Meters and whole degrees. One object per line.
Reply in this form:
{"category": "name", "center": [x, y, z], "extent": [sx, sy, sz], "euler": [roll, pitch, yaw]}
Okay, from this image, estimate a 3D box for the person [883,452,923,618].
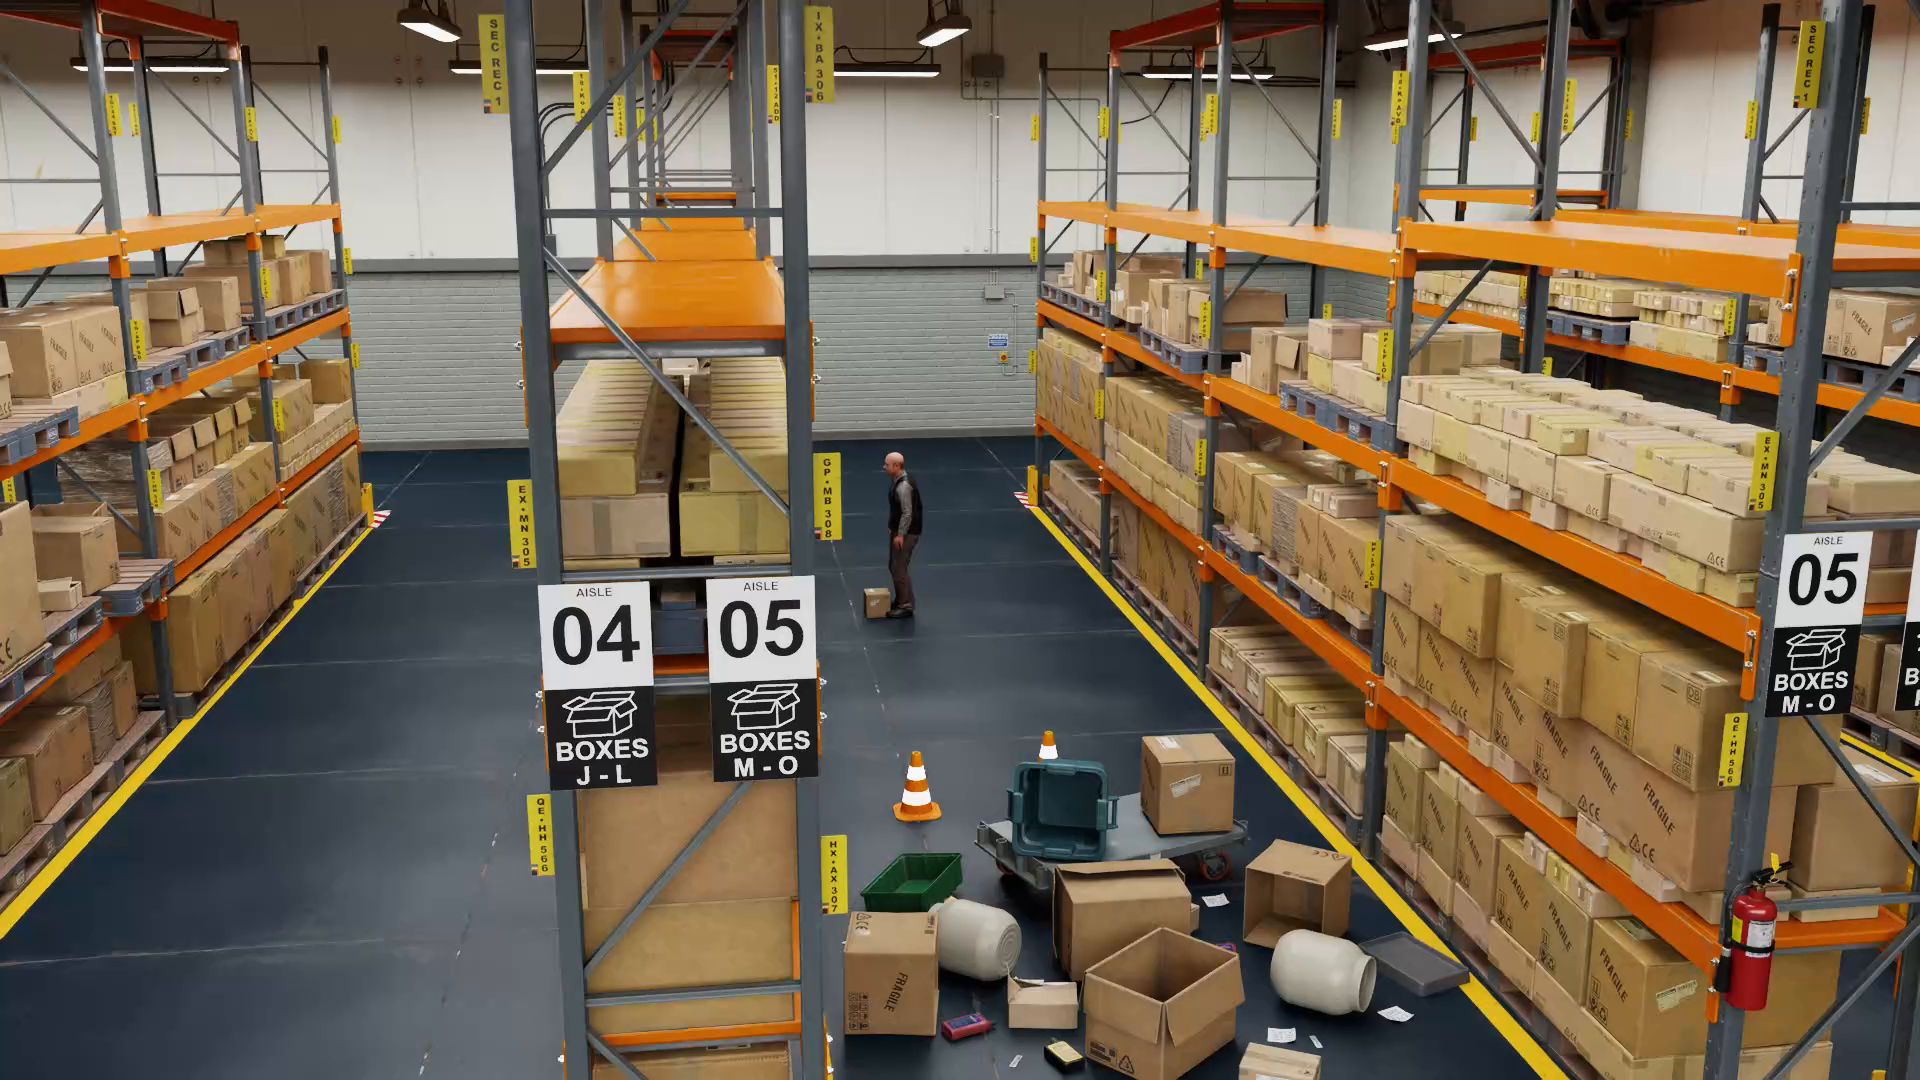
{"category": "person", "center": [-0.597, -0.070, 17.336], "extent": [0.419, 1.721, 0.581], "euler": [-2, 13, -8]}
